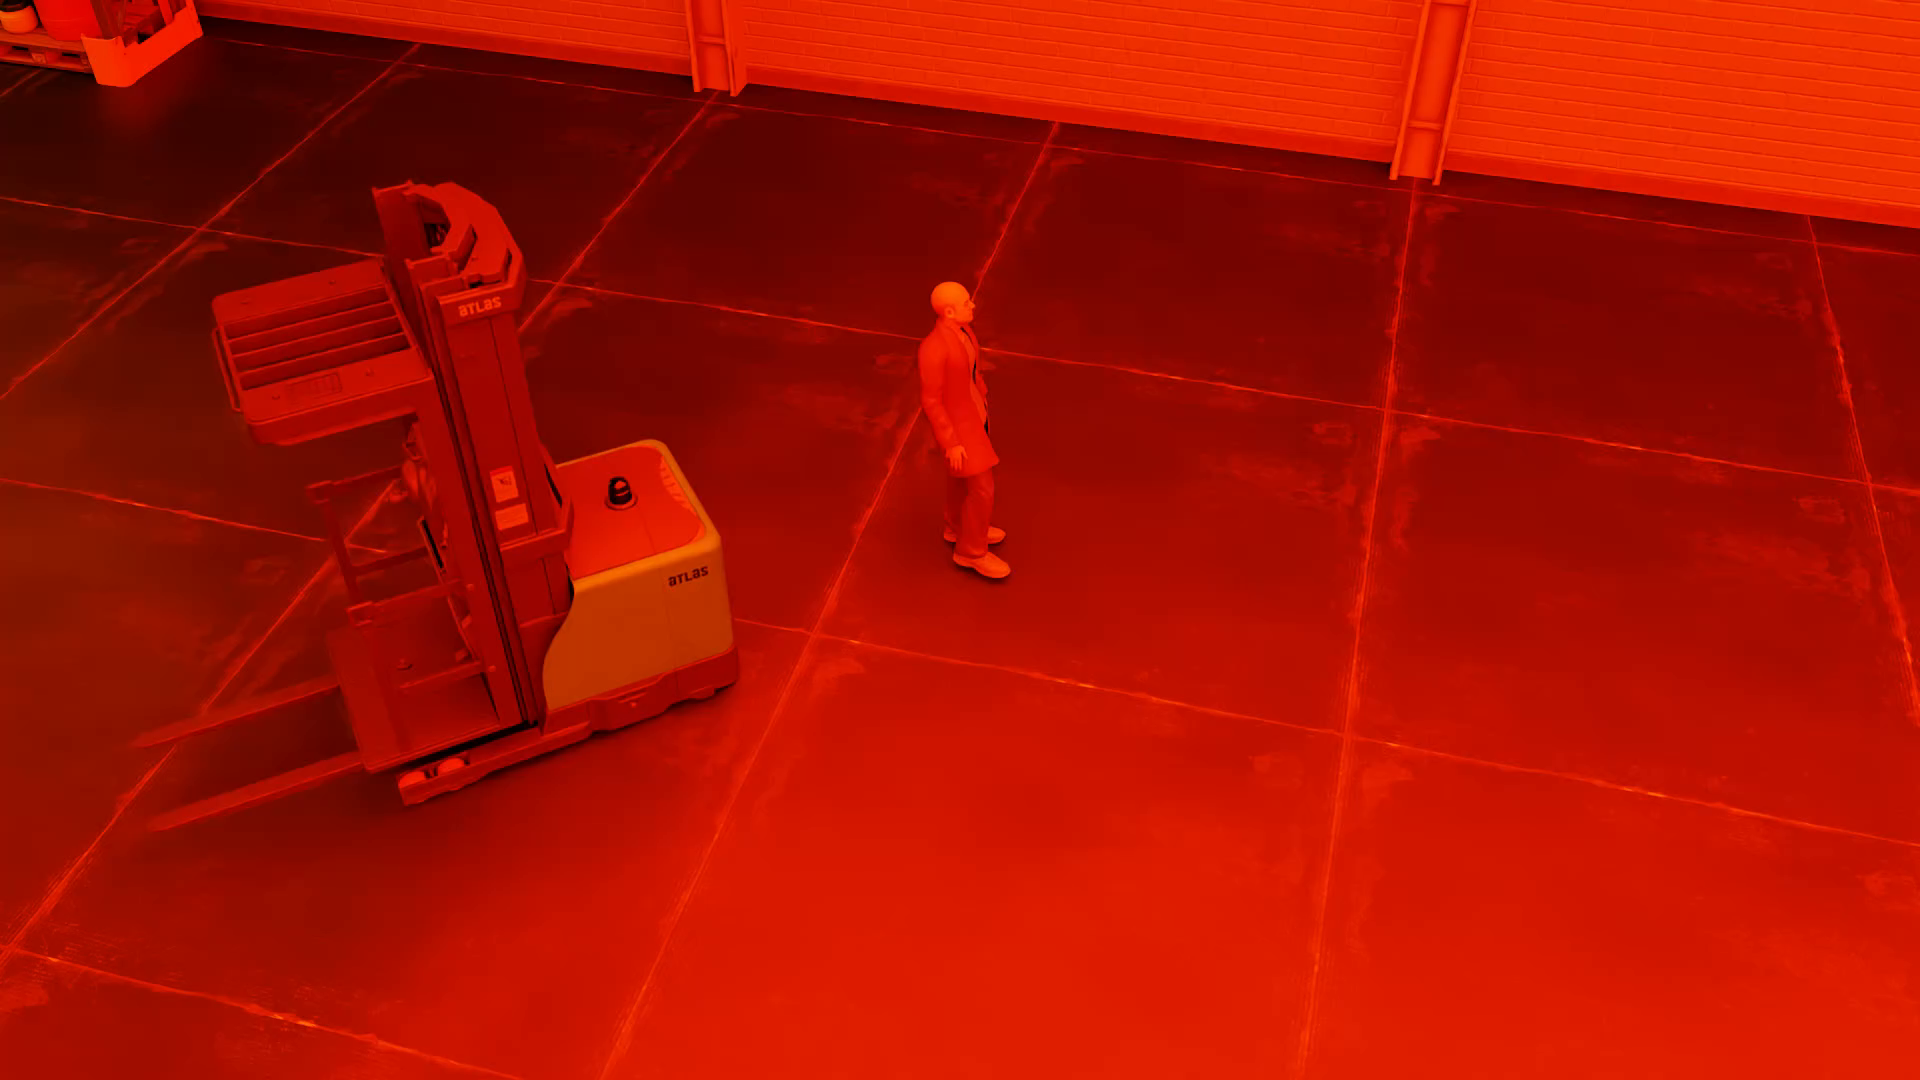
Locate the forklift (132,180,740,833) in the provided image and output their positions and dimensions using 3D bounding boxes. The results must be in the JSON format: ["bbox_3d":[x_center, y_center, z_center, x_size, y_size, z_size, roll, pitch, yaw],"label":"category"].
[{"bbox_3d":[-2.761,-0.150,8.033,3.031,2.935,1.130,-18,44,-20],"label":"forklift"}]

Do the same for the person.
[{"bbox_3d":[0.087,-0.655,9.473,0.583,1.775,0.696,10,42,11],"label":"person"}]
